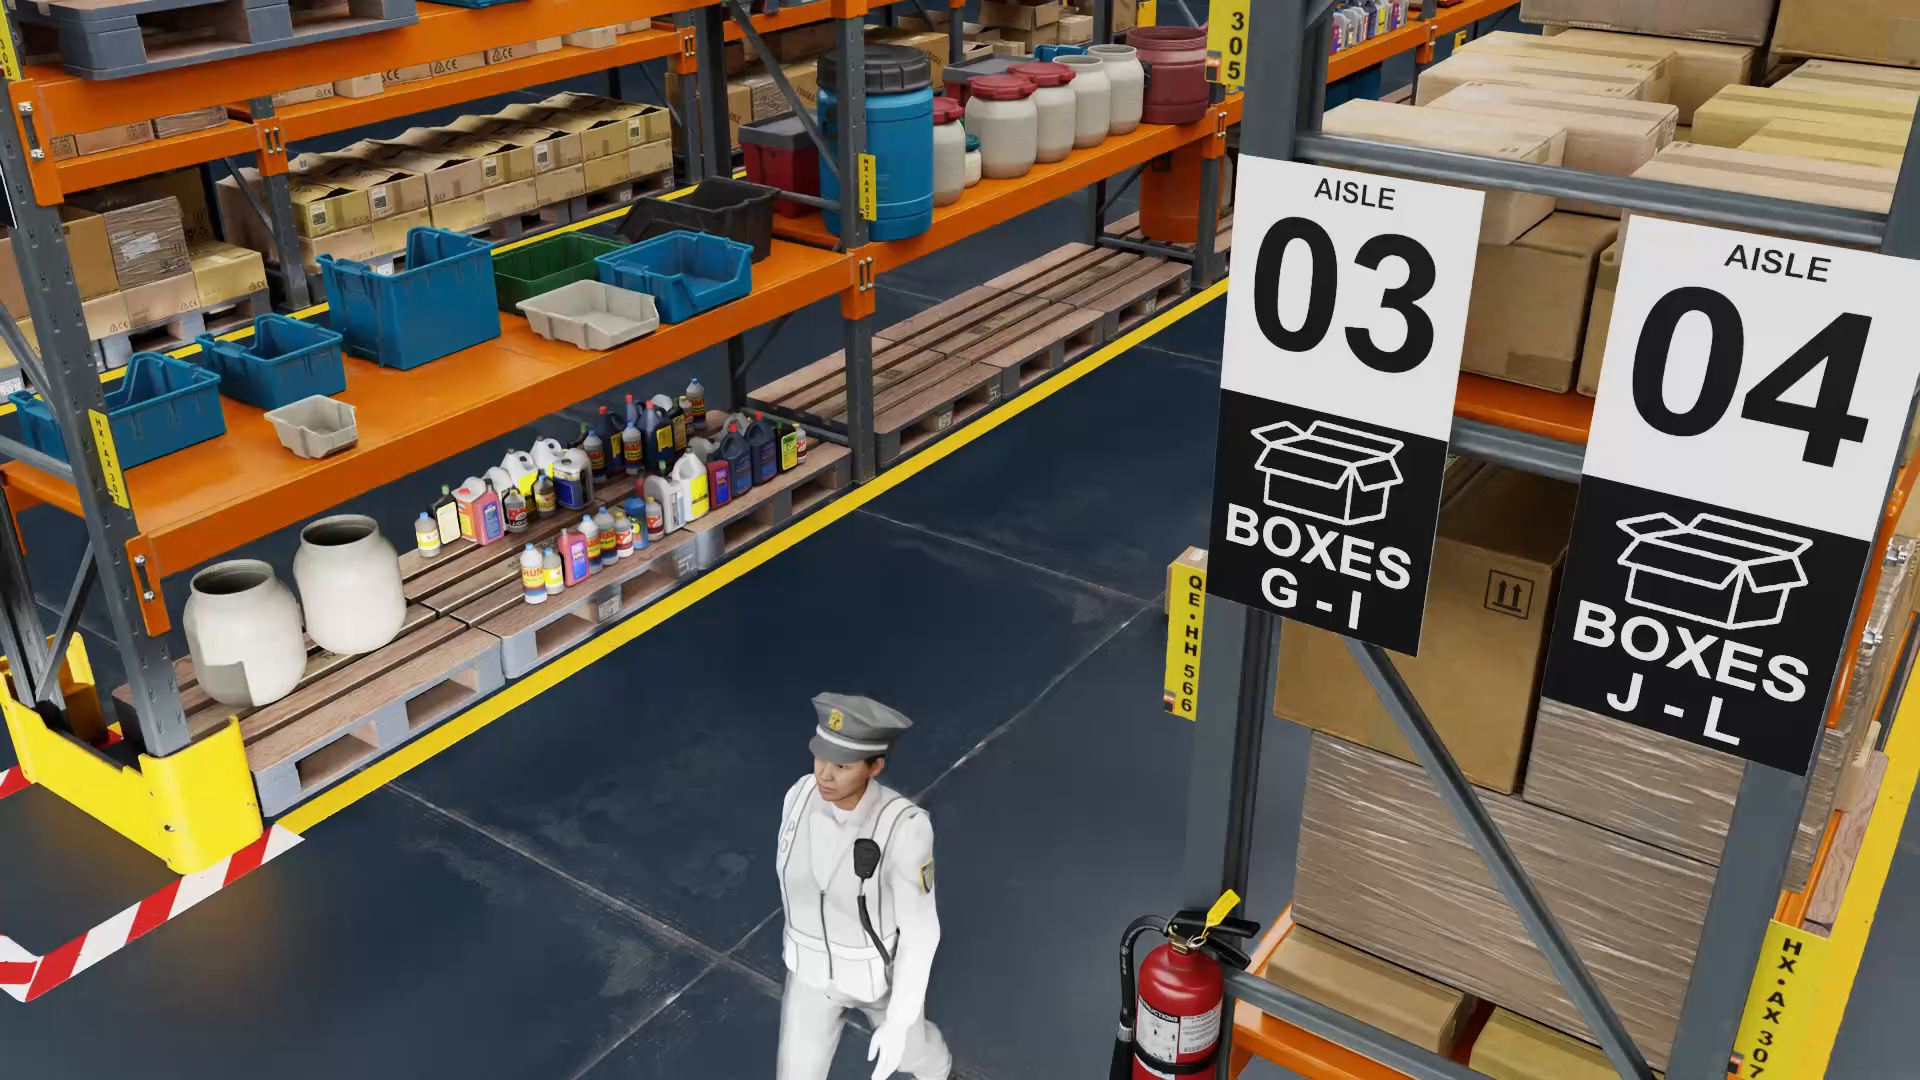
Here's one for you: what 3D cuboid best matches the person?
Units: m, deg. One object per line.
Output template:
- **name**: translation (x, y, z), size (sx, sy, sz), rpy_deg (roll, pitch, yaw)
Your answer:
- **person**: translation (-0.274, 1.130, 4.370), size (0.481, 1.638, 0.998), rpy_deg (9, 29, 18)
